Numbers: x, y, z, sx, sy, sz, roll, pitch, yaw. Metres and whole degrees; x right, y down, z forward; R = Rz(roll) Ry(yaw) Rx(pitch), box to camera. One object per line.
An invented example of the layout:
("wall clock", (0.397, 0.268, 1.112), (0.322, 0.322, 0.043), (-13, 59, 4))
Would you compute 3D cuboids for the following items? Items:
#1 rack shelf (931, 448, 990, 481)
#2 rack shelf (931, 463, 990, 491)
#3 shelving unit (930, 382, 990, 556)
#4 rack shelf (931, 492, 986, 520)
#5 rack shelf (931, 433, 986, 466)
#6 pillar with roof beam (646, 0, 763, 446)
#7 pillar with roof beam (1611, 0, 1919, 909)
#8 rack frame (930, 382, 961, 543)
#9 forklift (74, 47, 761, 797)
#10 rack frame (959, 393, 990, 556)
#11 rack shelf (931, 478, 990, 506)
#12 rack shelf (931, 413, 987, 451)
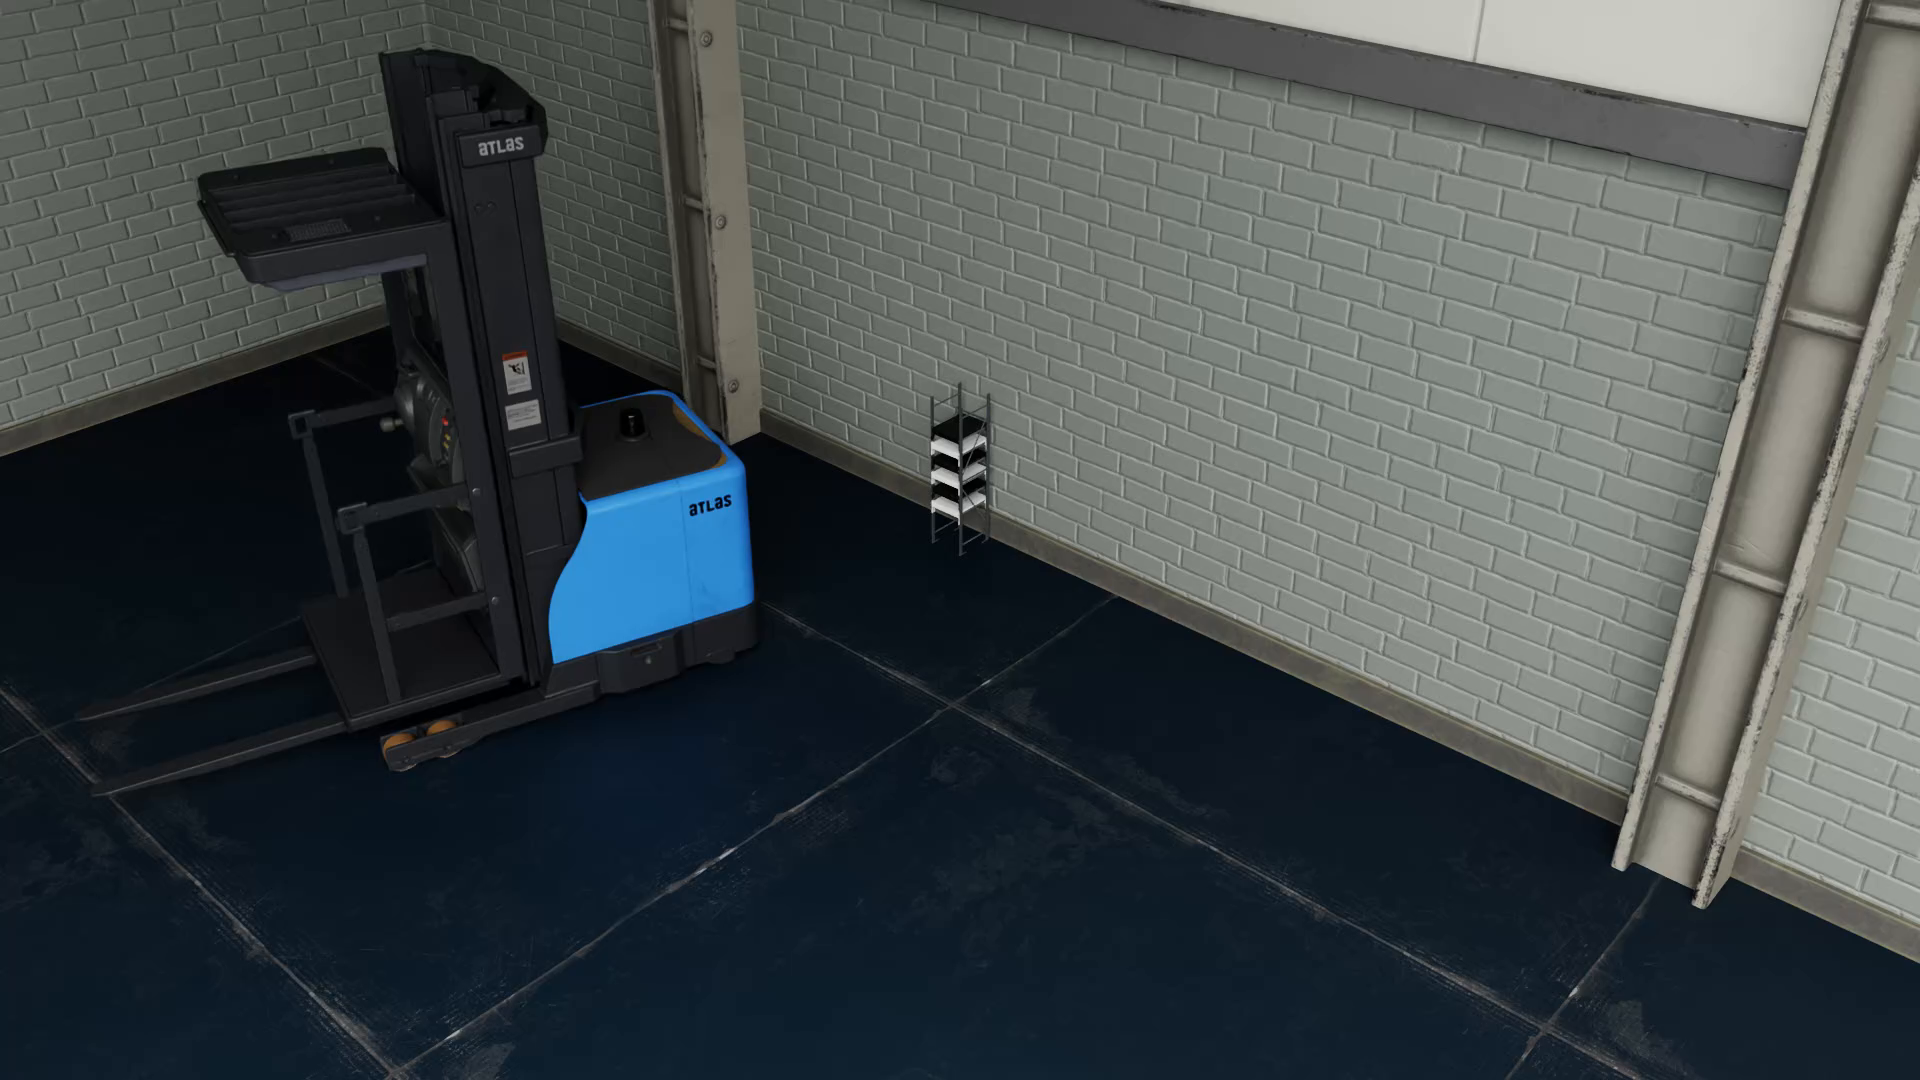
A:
("rack shelf", (0.002, -0.427, 8.978), (0.200, 0.077, 0.258), (25, 39, 35))
("rack shelf", (0.002, -0.350, 9.024), (0.200, 0.077, 0.258), (25, 39, 35))
("shelving unit", (0.002, -0.379, 9.007), (0.210, 0.900, 0.258), (25, 39, 35))
("rack shelf", (0.002, -0.196, 9.117), (0.200, 0.077, 0.258), (25, 39, 35))
("rack shelf", (0.002, -0.505, 8.931), (0.200, 0.077, 0.258), (25, 39, 35))
("pillar with roof beam", (-4.358, -2.910, 5.358), (0.400, 9.000, 9.100), (25, 39, 35))
("pillar with roof beam", (0.090, -0.833, 1.909), (0.400, 9.000, 9.100), (25, 39, 35))
("rack frame", (-0.074, -0.414, 9.065), (0.006, 0.900, 0.240), (25, 39, 35))
("forklift", (-2.527, -0.524, 7.279), (3.031, 2.935, 1.130), (-17, 35, -26))
("rack frame", (0.078, -0.344, 8.949), (0.006, 0.900, 0.240), (25, 39, 35))
("rack shelf", (0.002, -0.273, 9.070), (0.200, 0.077, 0.258), (25, 39, 35))
("rack shelf", (0.002, -0.582, 8.885), (0.200, 0.077, 0.258), (25, 39, 35))
